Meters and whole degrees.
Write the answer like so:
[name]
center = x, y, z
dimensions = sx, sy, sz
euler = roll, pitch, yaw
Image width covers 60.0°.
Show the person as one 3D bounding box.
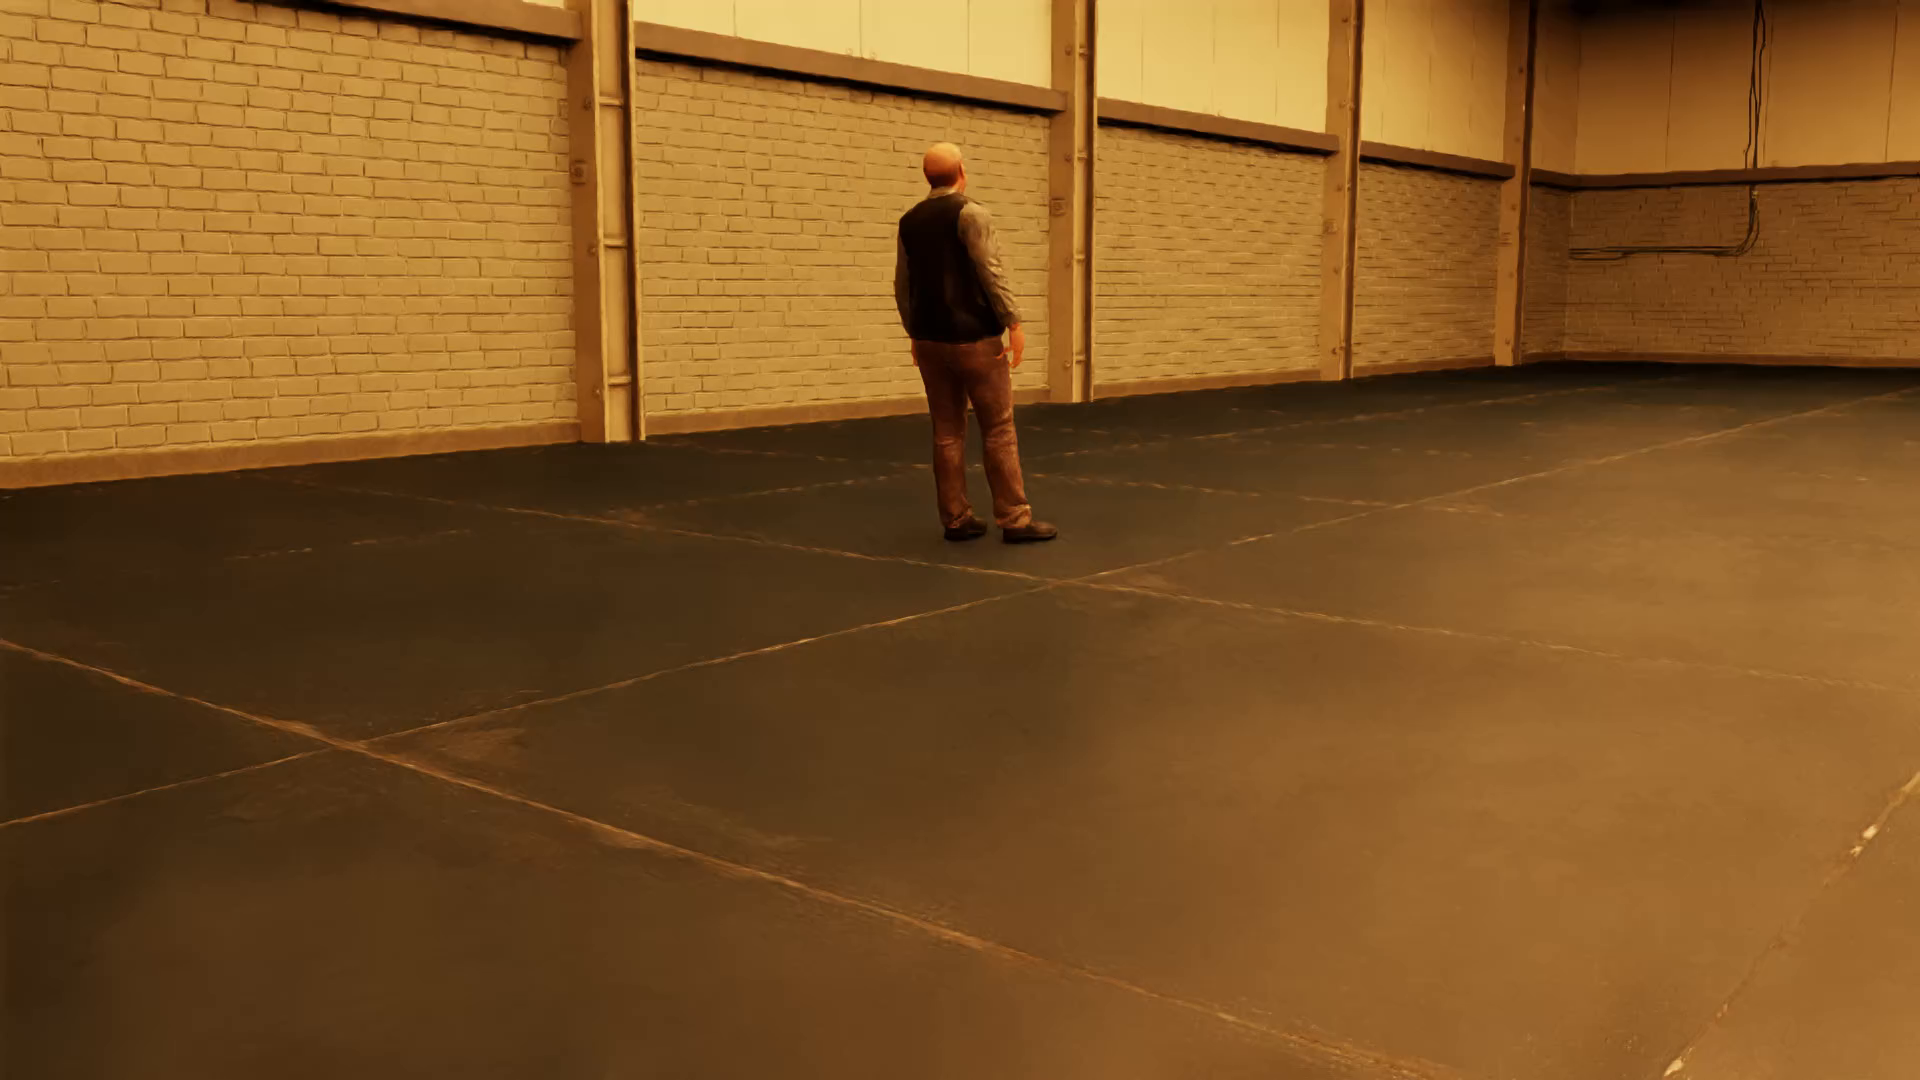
[person]
center = 0.046, -0.865, 7.322
dimensions = 0.632, 1.720, 0.567
euler = 7, 11, 38
